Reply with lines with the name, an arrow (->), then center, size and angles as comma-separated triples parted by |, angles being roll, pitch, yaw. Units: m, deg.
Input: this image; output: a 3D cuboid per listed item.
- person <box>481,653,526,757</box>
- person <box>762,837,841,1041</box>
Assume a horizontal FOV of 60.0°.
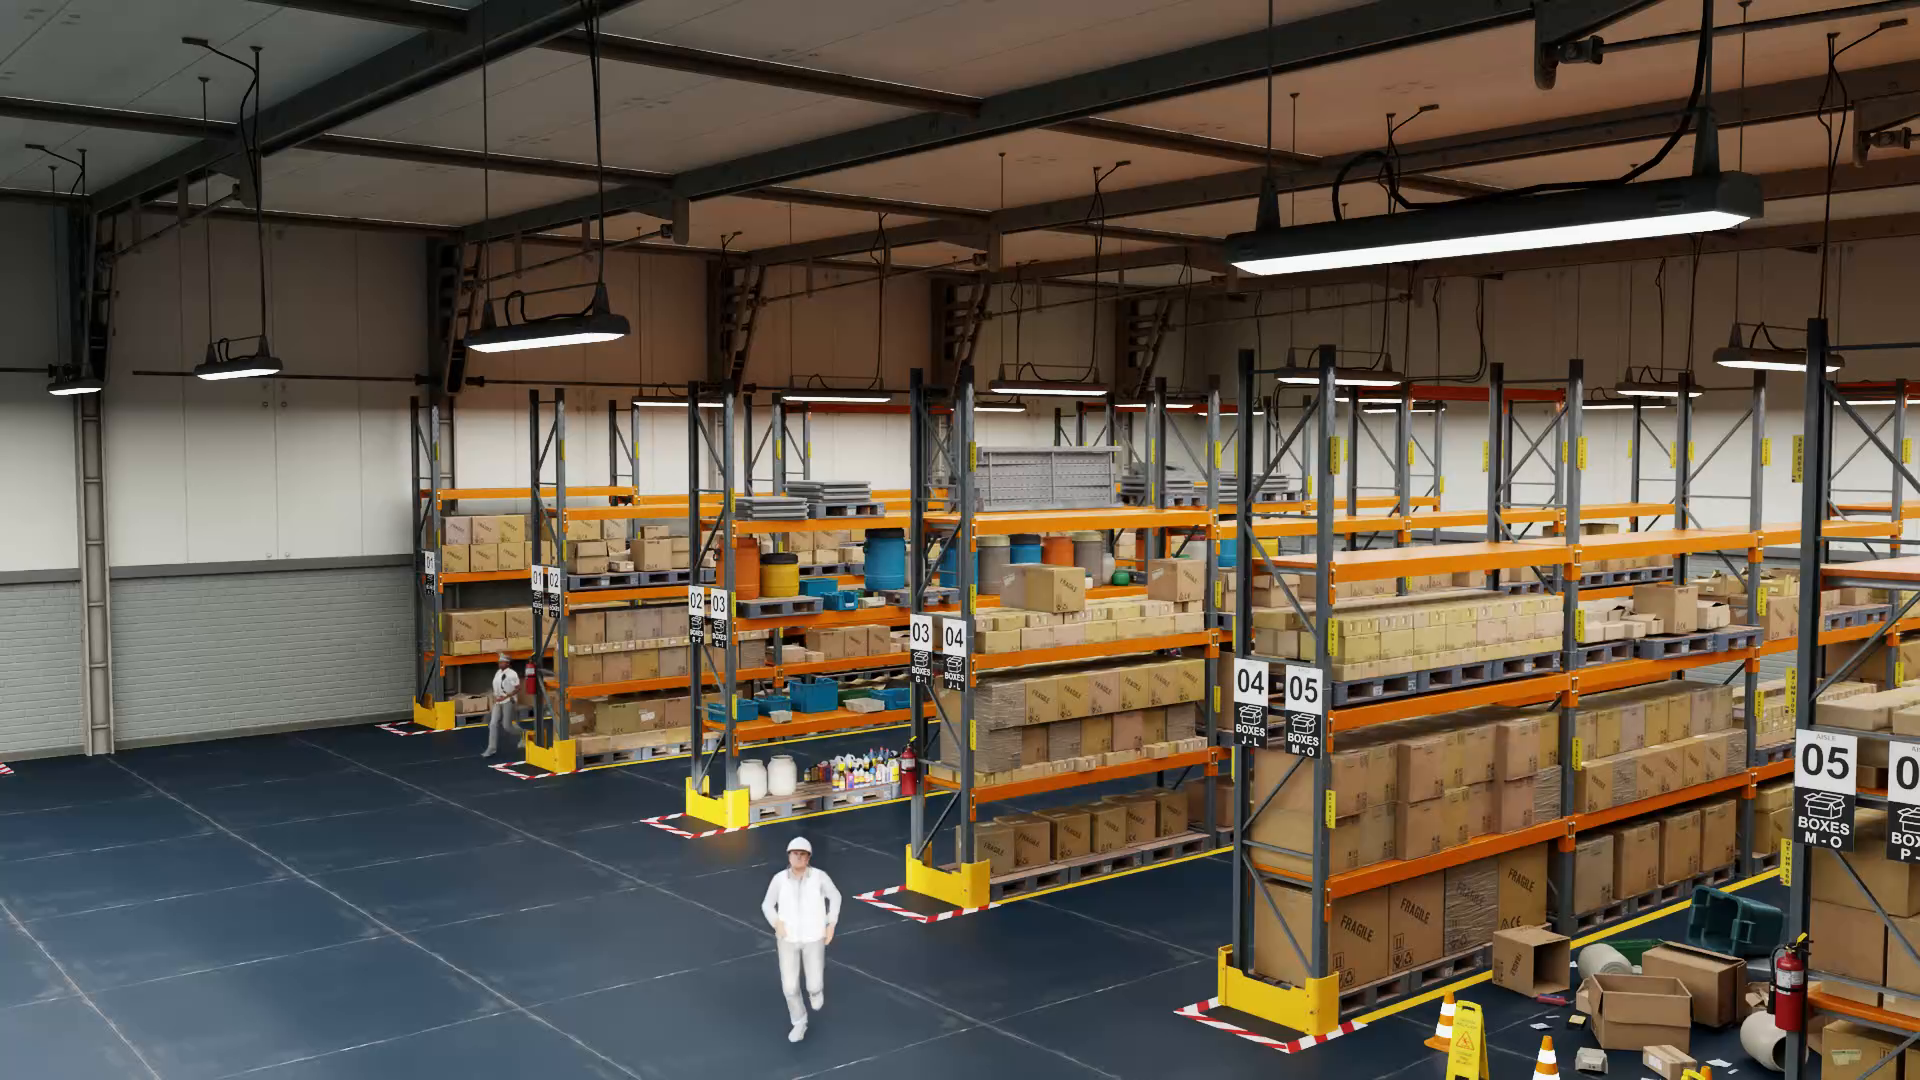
person -> -7.510, 2.707, 27.479 | 0.616, 1.700, 0.858 | 2, 4, 33
person -> -1.383, 3.452, 14.504 | 0.691, 1.735, 0.609 | 0, 3, -3
